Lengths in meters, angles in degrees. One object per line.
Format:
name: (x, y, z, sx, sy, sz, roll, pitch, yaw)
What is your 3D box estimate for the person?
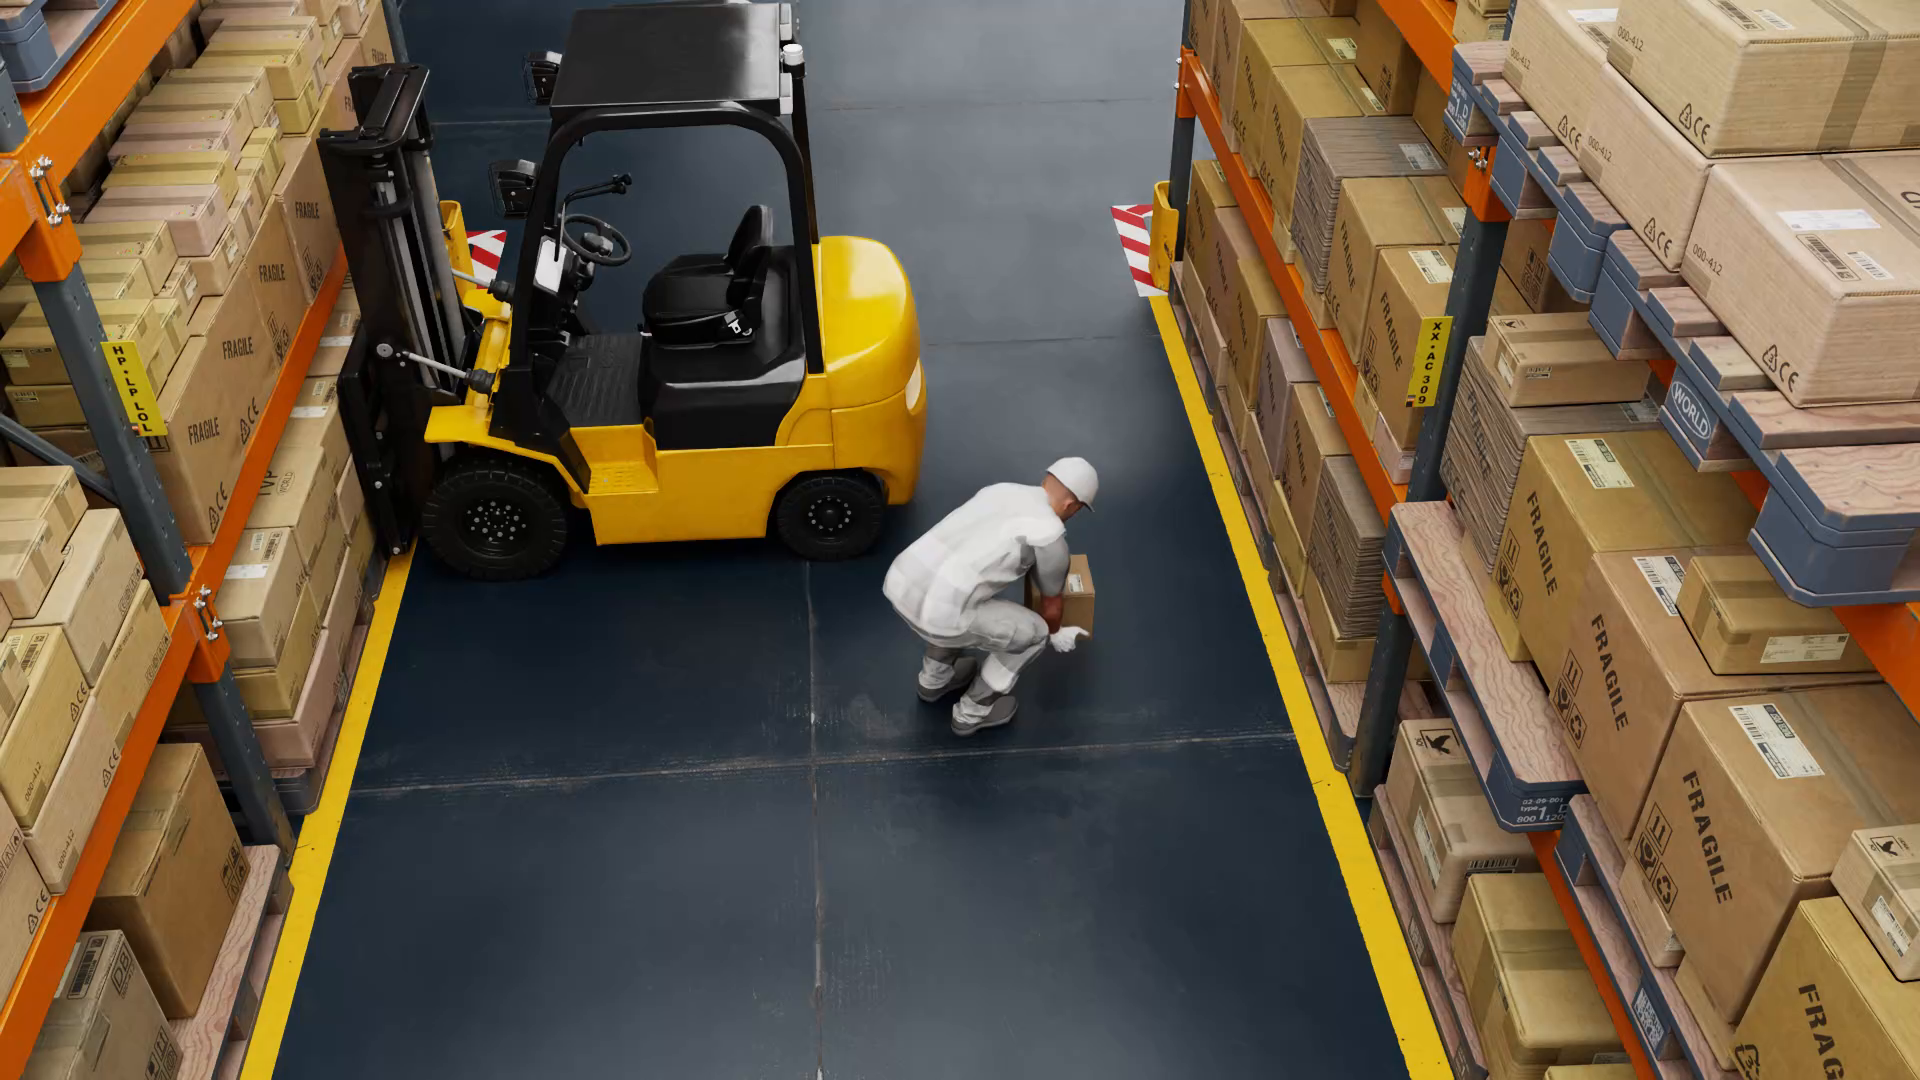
person: (0.149, 0.220, 6.510, 0.947, 0.978, 0.534, -25, 45, -27)
